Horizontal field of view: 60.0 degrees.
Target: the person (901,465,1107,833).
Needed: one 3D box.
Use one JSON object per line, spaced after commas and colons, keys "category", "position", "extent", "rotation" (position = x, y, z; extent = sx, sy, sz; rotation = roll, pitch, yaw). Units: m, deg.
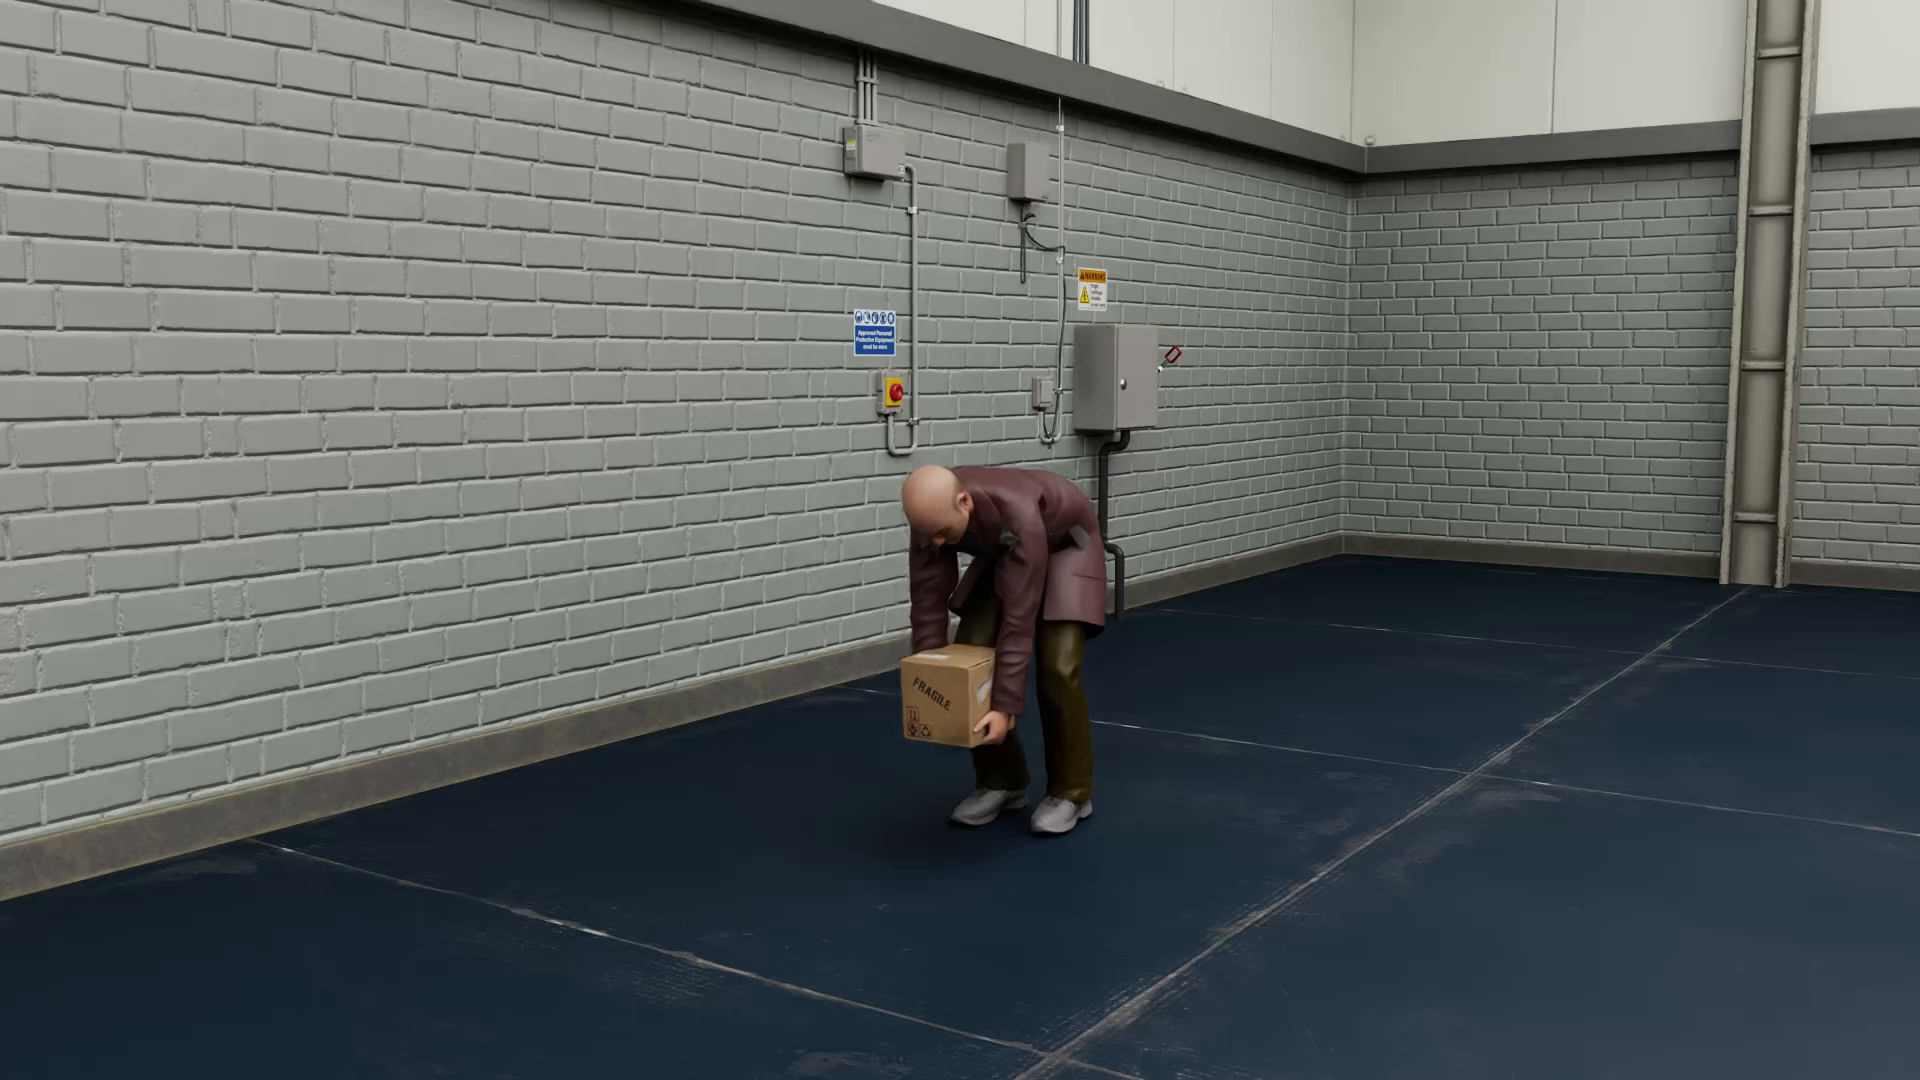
{"category": "person", "position": [0.109, 0.345, 5.252], "extent": [0.559, 1.203, 0.939], "rotation": [4, 7, 32]}
